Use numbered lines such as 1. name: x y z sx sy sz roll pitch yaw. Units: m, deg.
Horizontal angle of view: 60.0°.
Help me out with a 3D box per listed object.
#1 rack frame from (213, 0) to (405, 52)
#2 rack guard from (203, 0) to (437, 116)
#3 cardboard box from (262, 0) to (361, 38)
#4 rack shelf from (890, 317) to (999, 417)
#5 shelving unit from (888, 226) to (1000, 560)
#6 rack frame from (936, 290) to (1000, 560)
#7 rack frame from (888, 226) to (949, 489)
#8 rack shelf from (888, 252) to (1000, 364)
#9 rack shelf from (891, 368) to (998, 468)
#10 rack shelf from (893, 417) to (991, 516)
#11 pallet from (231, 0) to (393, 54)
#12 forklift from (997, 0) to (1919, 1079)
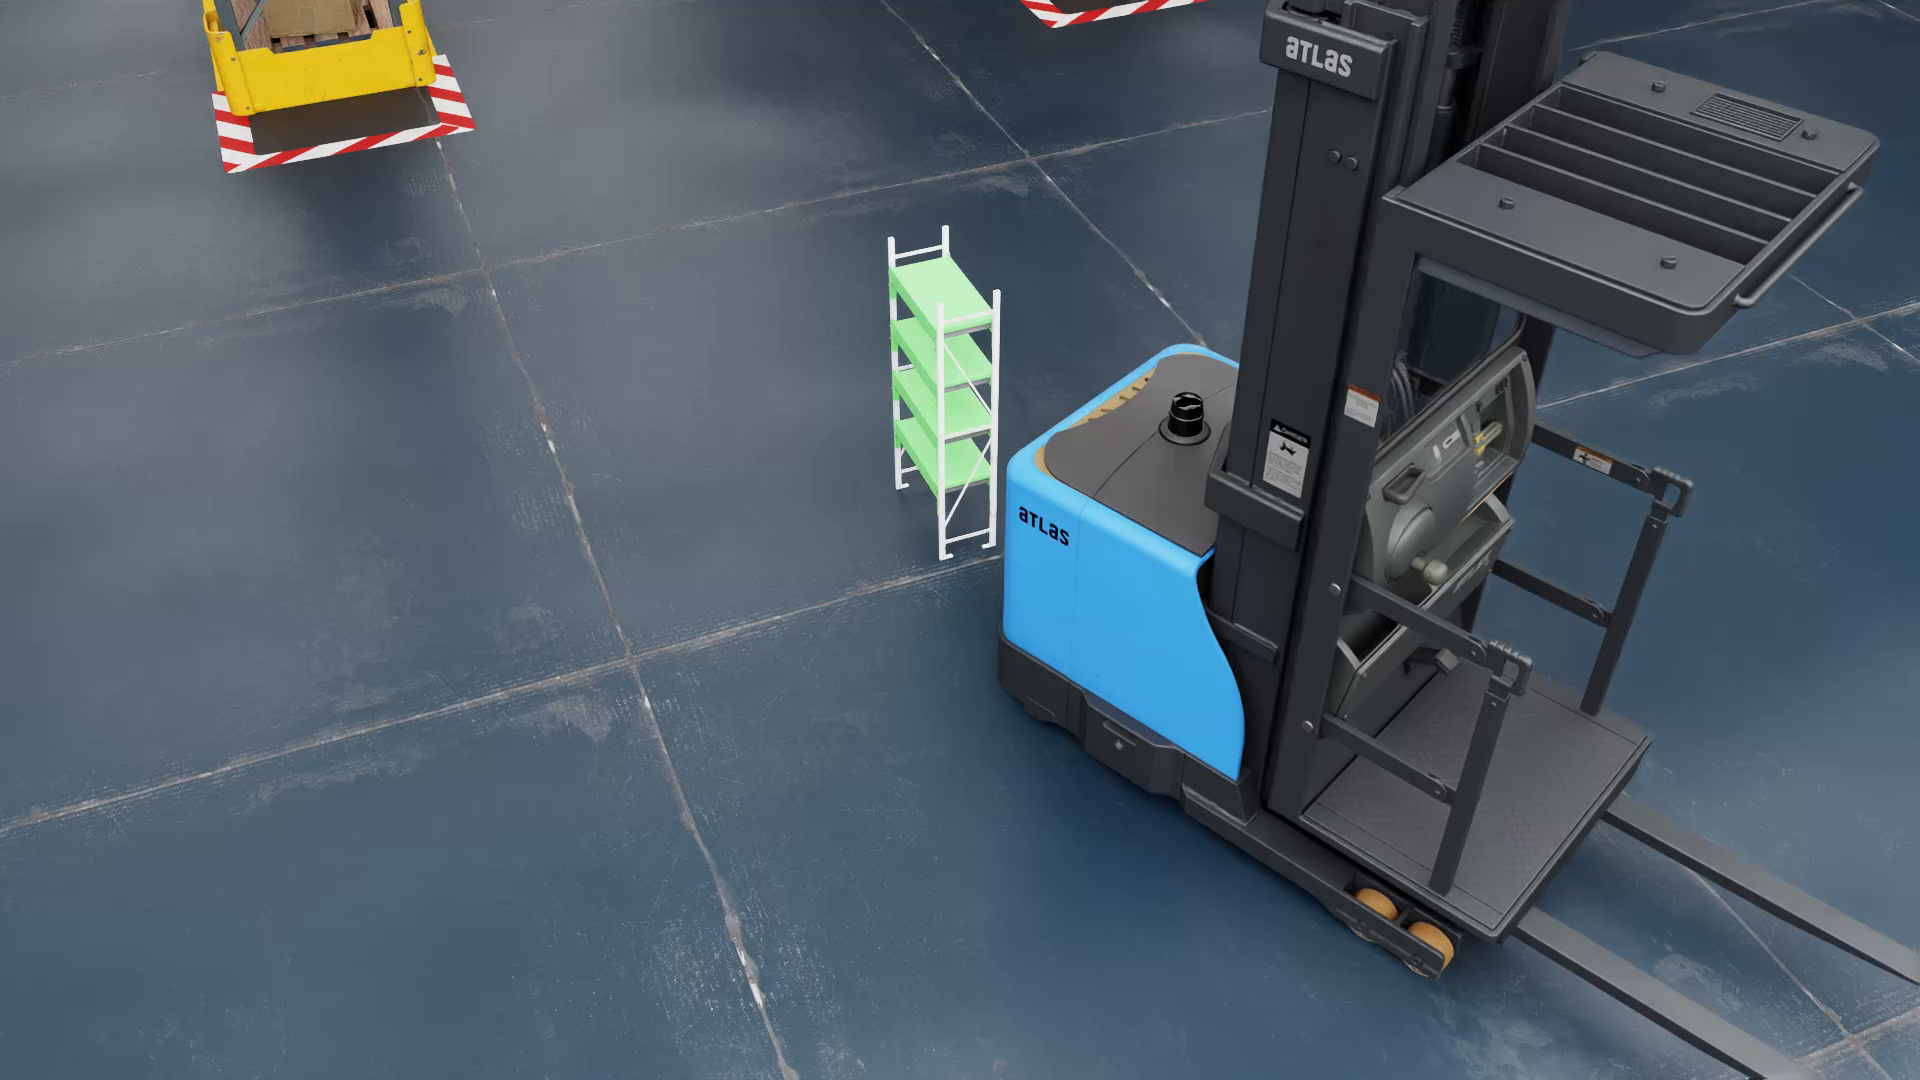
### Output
1. rack frame: -3.690 -3.773 8.837 1.000 3.000 0.127 -15 43 -17
2. rack guard: -3.719 -2.871 9.706 1.175 0.500 0.348 -15 43 -17
3. cardboard box: -3.913 -3.365 9.958 0.500 0.500 0.500 -8 41 -9
4. rack shelf: -0.063 -0.688 6.360 0.258 0.148 0.480 -15 43 -17
5. shelving unit: -0.063 -0.555 6.475 0.258 1.200 0.503 -15 43 -17
6. rack frame: 0.030 -0.408 6.304 0.240 1.200 0.015 -15 43 -17
7. rack frame: -0.157 -0.702 6.646 0.240 1.200 0.015 -15 43 -17
8. rack shelf: -0.063 -0.870 6.203 0.258 0.148 0.480 -15 43 -17
9. rack shelf: -0.063 -0.506 6.516 0.258 0.148 0.480 -15 43 -17
10. rack shelf: -0.063 -0.324 6.673 0.258 0.148 0.480 -15 43 -17
11. pallet: -3.997 -3.260 10.379 1.003 0.211 1.213 -15 43 -17
12. forklift: 1.569 -0.147 4.673 3.031 2.935 1.130 30 49 30
